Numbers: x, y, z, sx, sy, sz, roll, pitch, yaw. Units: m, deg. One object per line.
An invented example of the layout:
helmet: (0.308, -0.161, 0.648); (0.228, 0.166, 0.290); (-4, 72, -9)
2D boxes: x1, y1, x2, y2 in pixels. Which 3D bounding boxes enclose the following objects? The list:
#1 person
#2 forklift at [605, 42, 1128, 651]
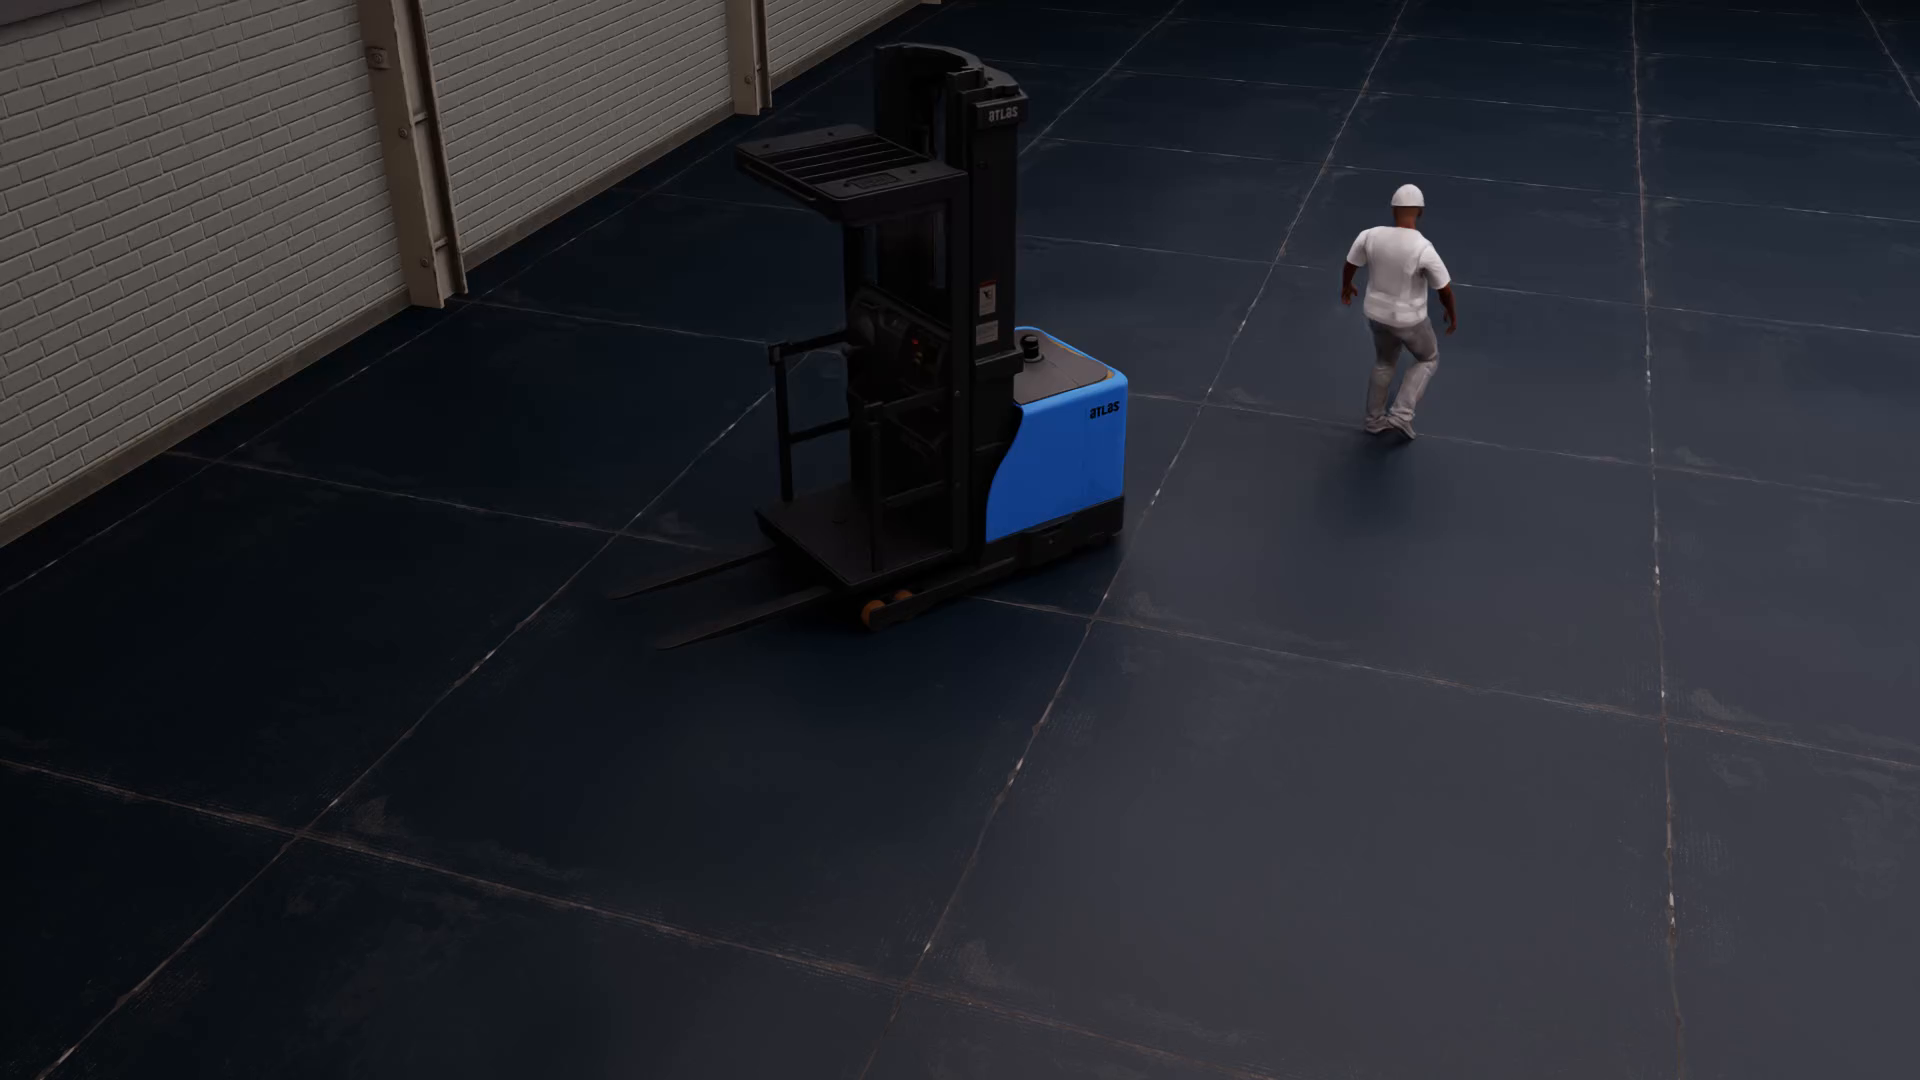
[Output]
person: (2.877, -1.515, 11.014); (0.494, 1.748, 0.838); (-23, 37, -34)
forklift: (-0.515, -1.069, 9.012); (3.031, 2.935, 1.130); (-19, 35, -30)
